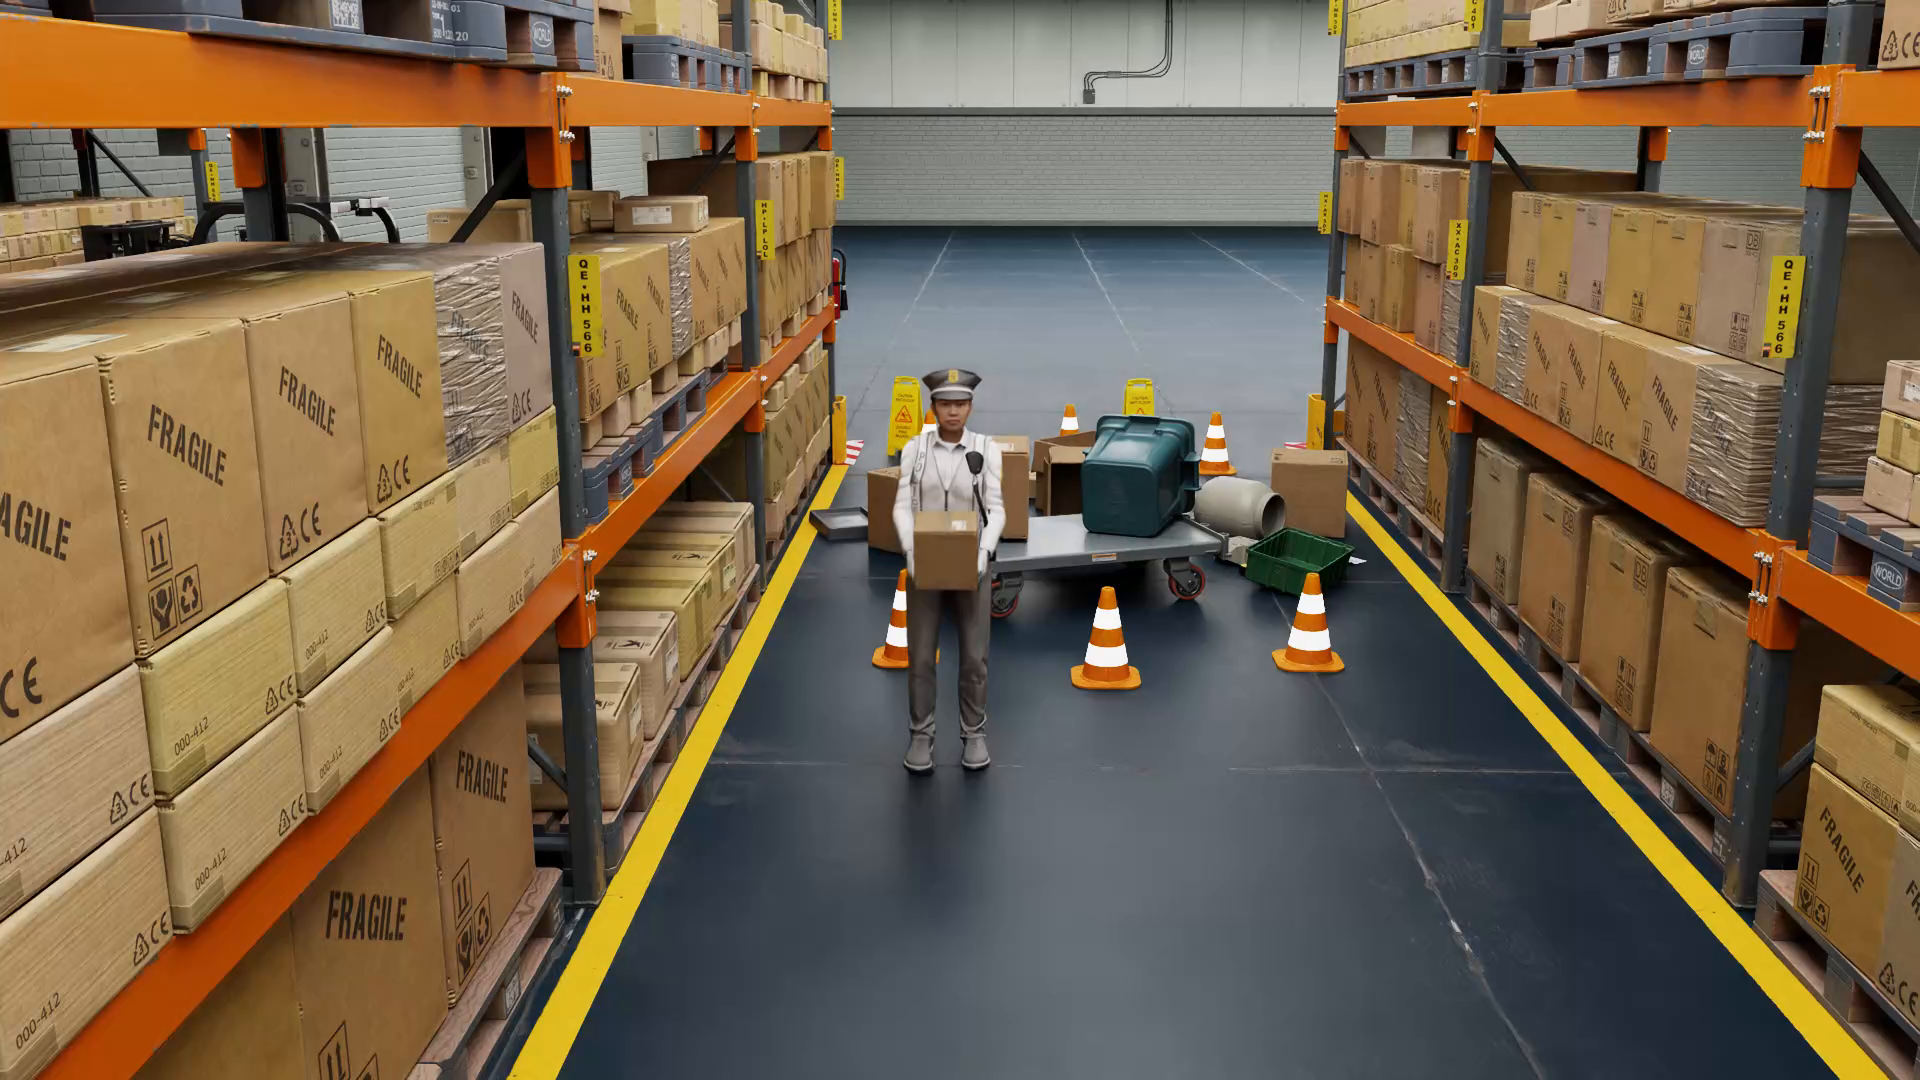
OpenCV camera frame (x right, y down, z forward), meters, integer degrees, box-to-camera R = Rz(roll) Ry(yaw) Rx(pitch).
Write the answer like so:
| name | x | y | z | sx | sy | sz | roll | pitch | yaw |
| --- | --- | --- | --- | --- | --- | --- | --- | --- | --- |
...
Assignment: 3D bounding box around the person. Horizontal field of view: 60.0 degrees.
| name | x | y | z | sx | sy | sz | roll | pitch | yaw |
| --- | --- | --- | --- | --- | --- | --- | --- | --- | --- |
| person | -0.046 | 0.131 | 6.912 | 0.479 | 1.692 | 0.529 | 0 | 14 | 1 |
